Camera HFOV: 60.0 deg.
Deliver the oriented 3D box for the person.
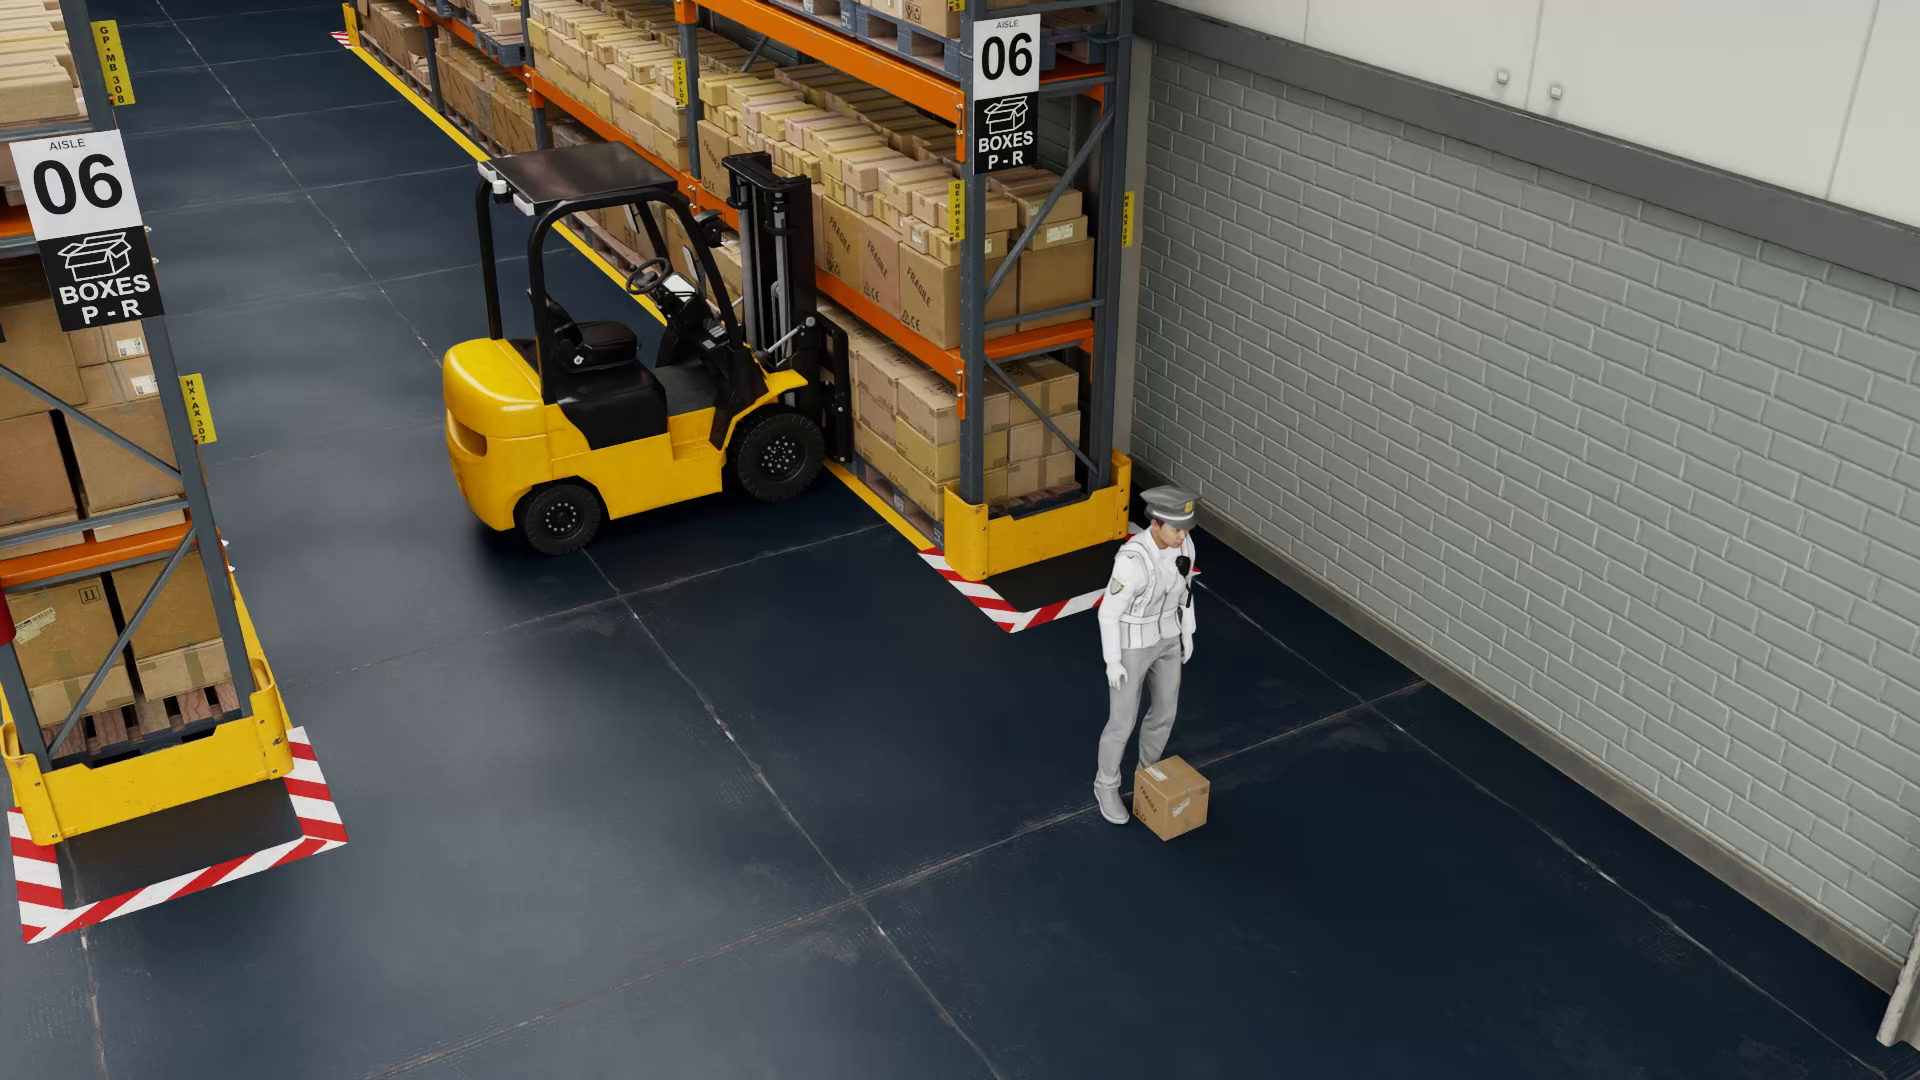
[{"bbox_3d":[0.868,0.495,7.666,0.541,1.662,0.375,-18,34,-29],"label":"person"}]
